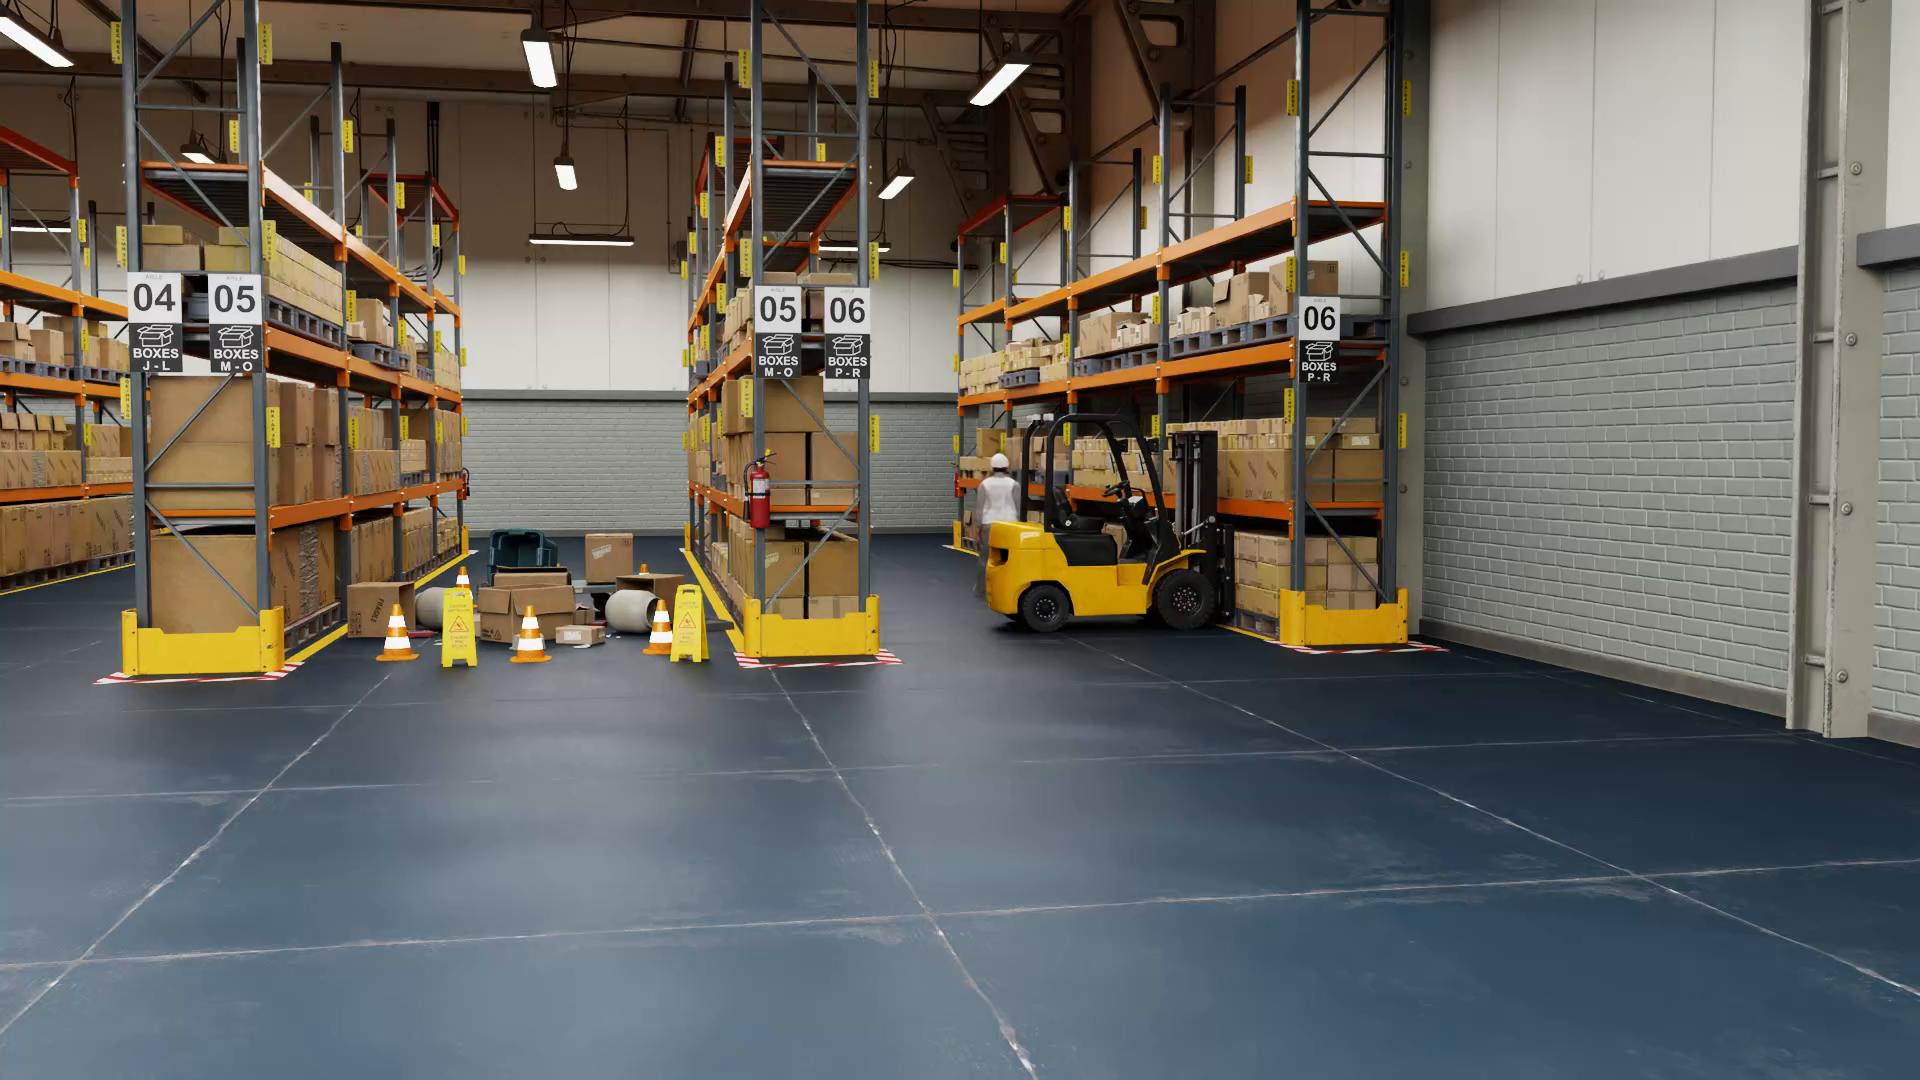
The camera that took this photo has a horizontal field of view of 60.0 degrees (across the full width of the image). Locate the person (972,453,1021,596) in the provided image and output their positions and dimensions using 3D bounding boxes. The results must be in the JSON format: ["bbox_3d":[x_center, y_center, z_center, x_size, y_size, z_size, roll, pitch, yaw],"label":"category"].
[{"bbox_3d":[0.428,-0.169,19.898,0.679,1.736,0.841,1,3,10],"label":"person"}]
